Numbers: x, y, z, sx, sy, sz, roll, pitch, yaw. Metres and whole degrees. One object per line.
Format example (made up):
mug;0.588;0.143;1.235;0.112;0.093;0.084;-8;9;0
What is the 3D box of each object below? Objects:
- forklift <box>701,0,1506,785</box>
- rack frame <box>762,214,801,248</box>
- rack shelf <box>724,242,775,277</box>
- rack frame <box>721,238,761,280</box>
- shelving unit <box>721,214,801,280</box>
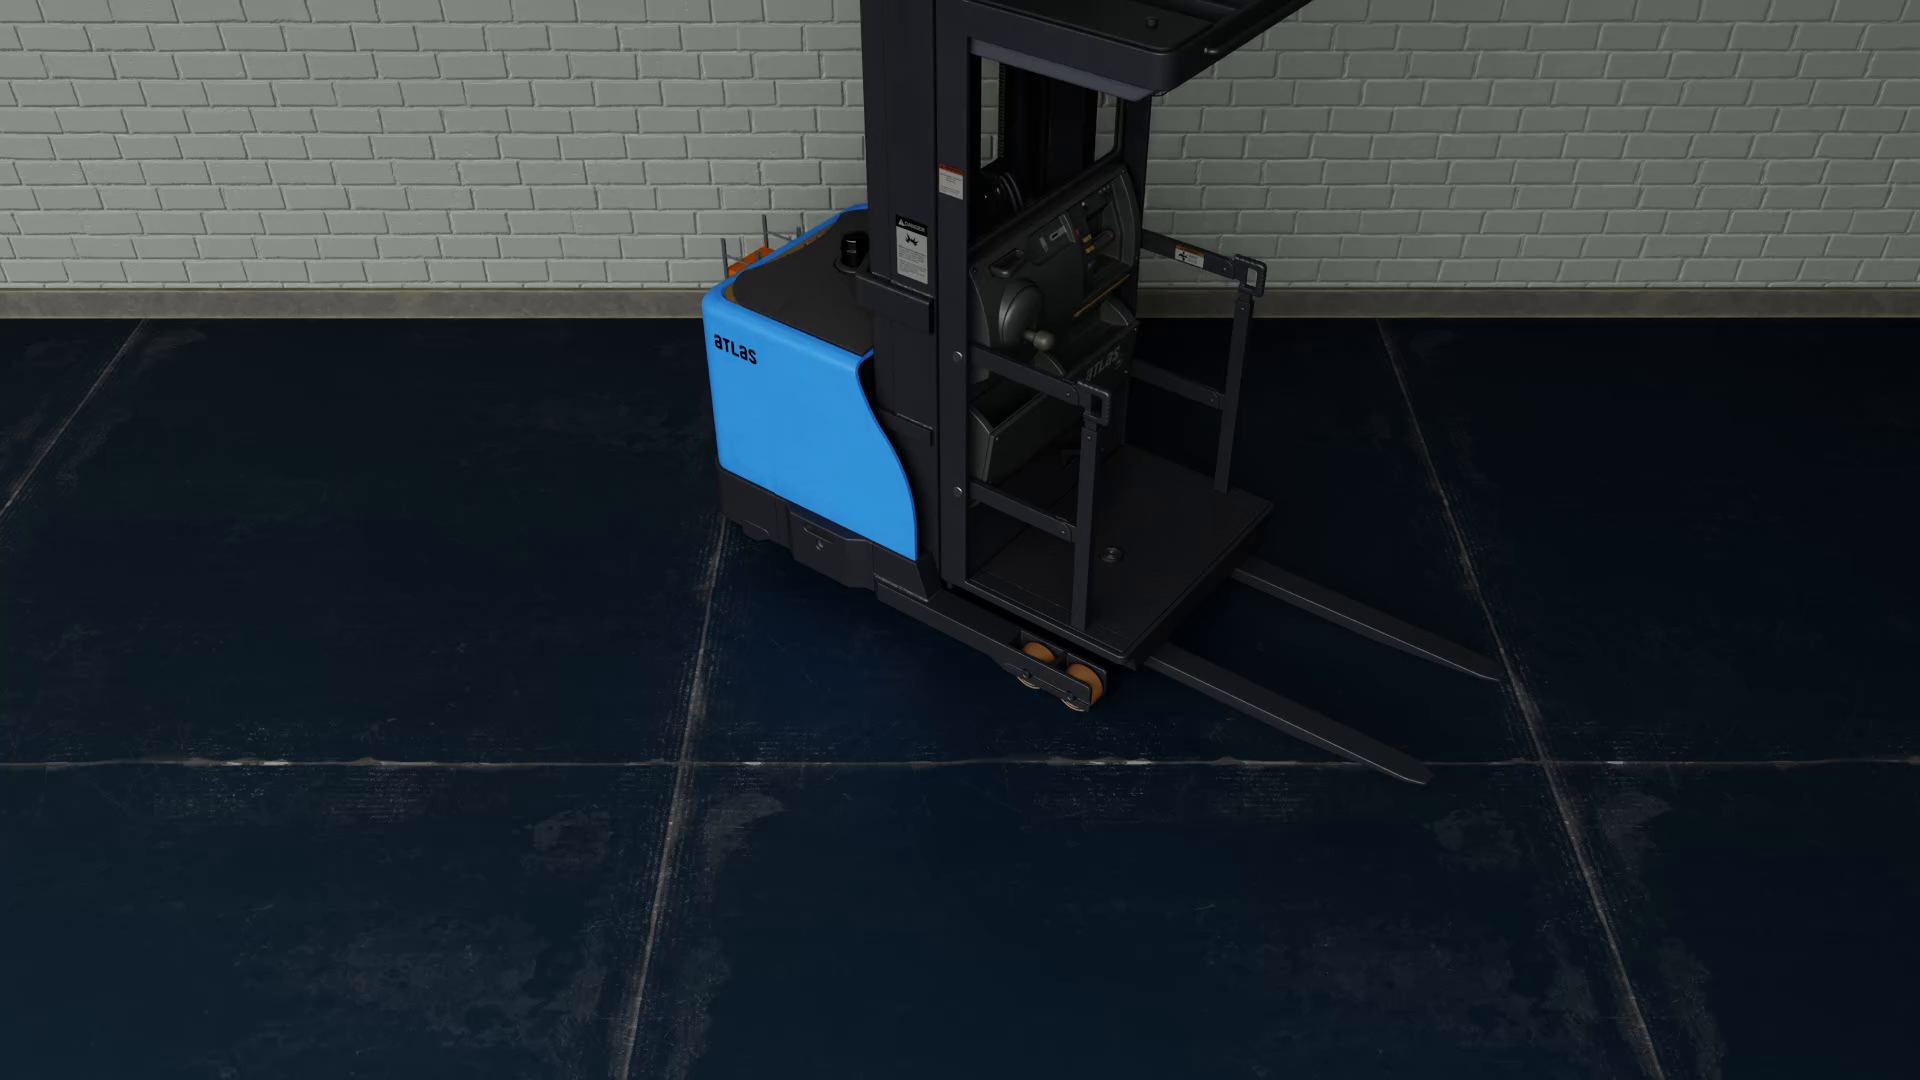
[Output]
forklift;0.502;-0.909;5.540;3.031;2.935;1.130;25;45;28
rack frame;-0.717;-0.868;6.993;0.200;1.050;0.008;24;45;27
rack shelf;-0.789;-1.019;6.745;0.215;0.259;0.240;24;45;27
rack frame;-0.860;-0.744;6.839;0.200;1.050;0.008;24;45;27
shelving unit;-0.789;-0.806;6.916;0.215;1.050;0.252;24;45;27
